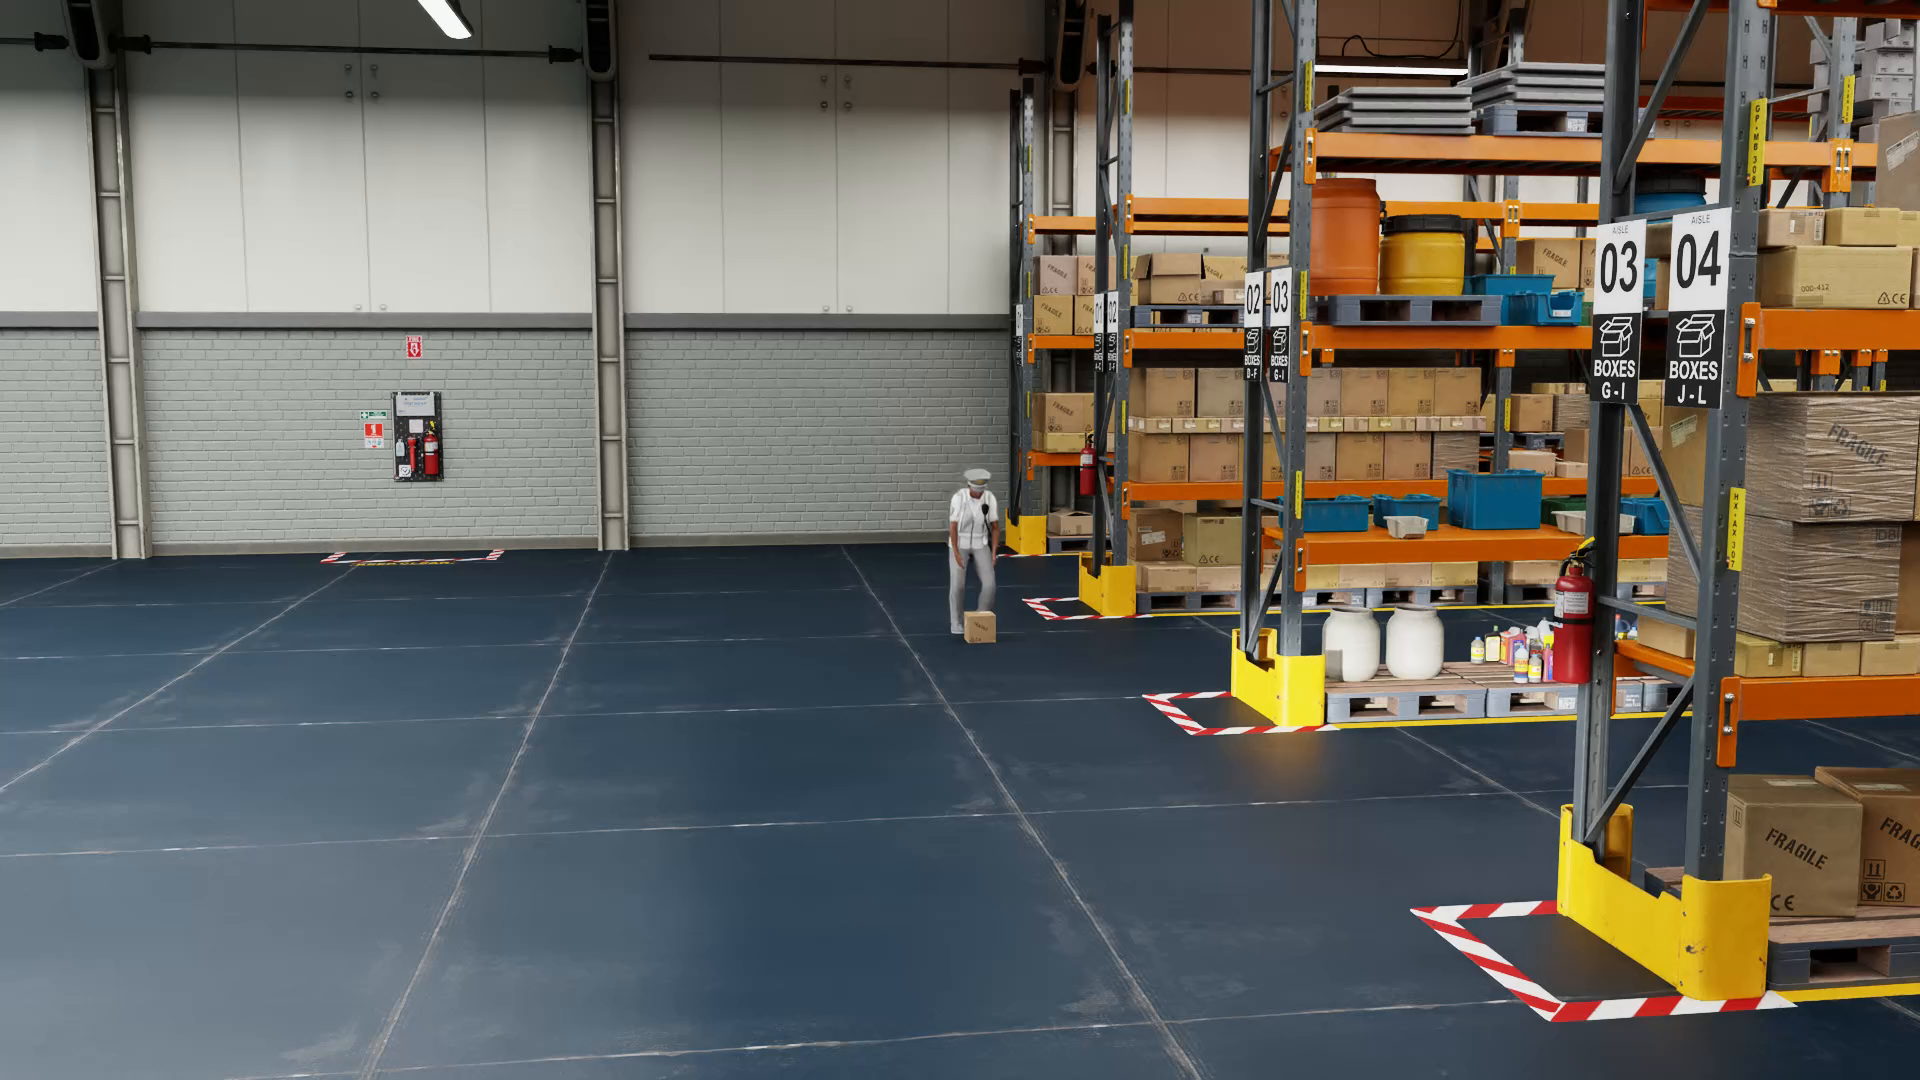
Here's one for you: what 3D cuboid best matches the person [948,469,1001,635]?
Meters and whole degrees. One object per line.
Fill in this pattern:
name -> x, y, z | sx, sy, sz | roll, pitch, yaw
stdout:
person -> 0.135, 0.106, 15.491 | 0.480, 1.546, 0.563 | -1, 7, -8
